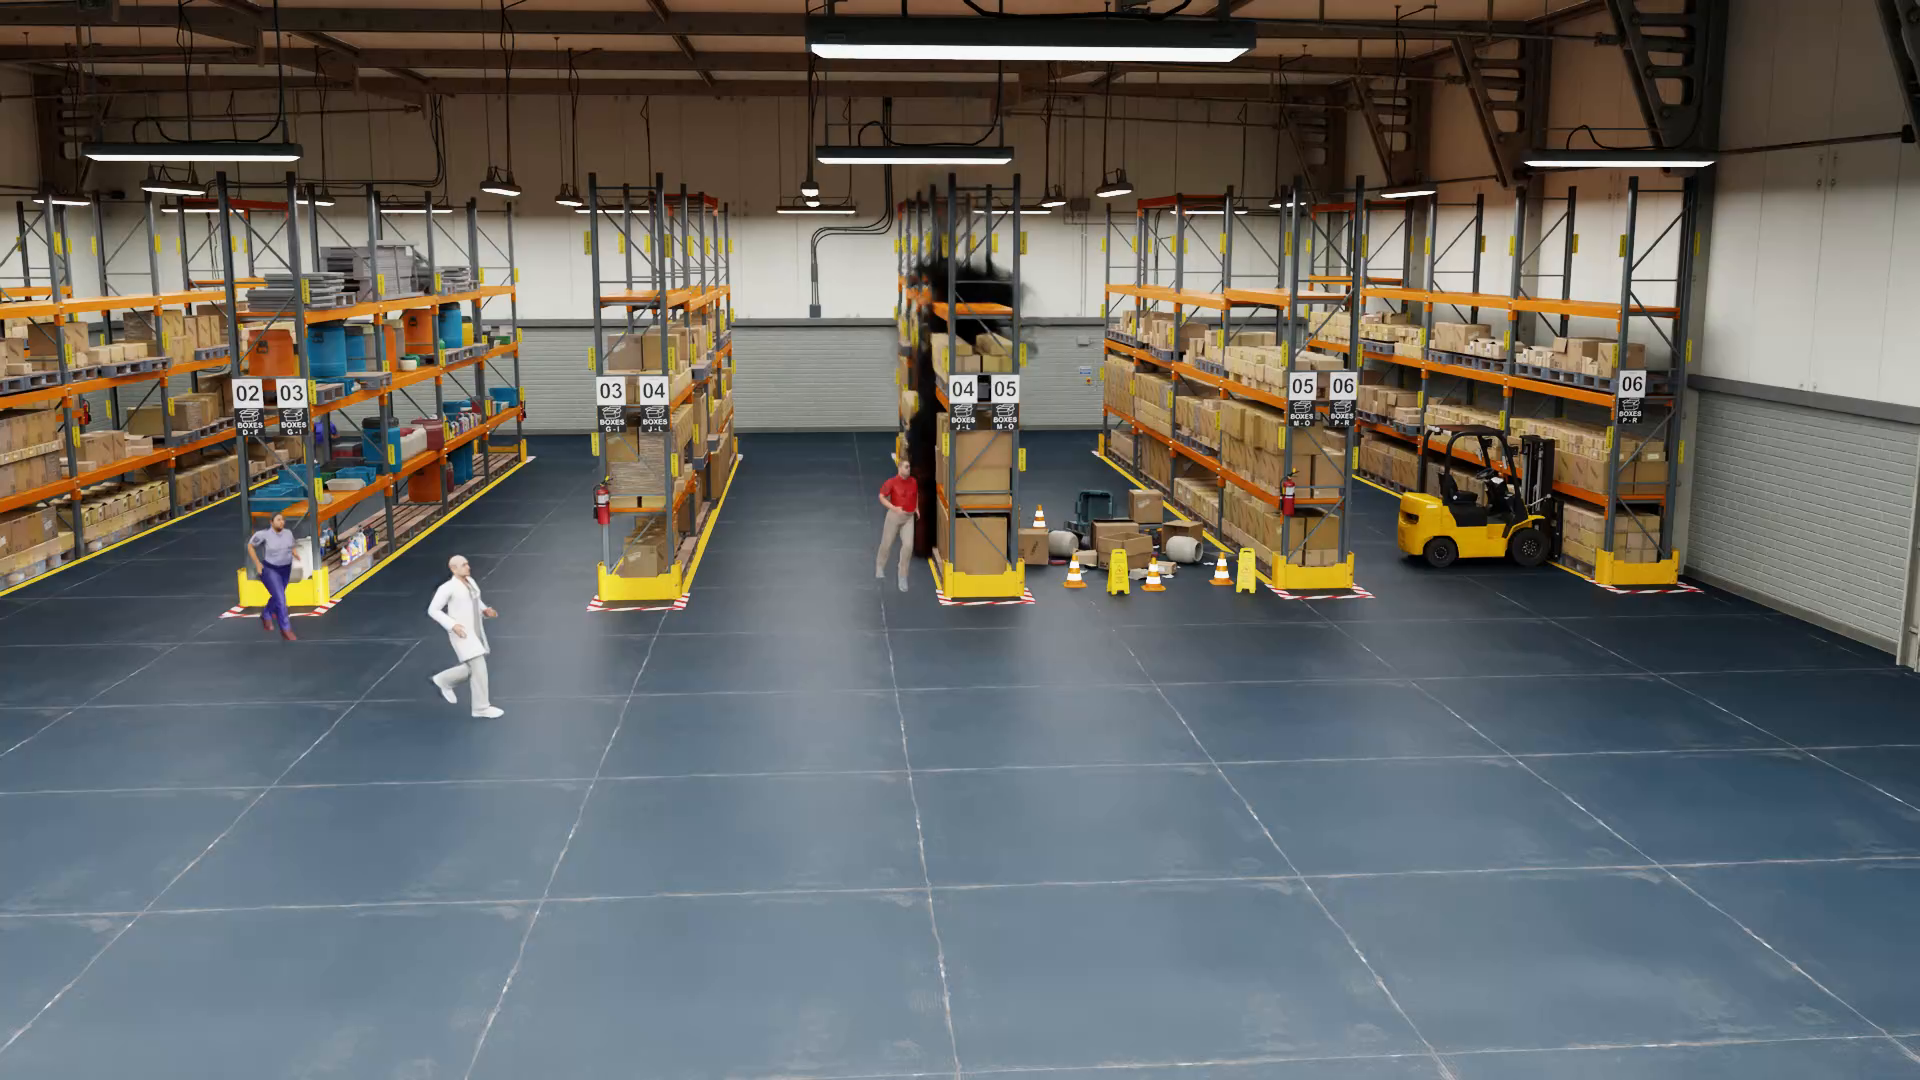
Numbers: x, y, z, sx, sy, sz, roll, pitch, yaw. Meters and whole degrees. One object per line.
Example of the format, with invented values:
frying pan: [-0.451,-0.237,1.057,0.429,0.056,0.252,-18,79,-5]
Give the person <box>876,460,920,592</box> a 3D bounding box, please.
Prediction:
person: [-0.839,-0.225,23.677,0.715,1.841,0.677,-5,11,-28]

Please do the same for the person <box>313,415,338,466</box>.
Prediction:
person: [-13.135,-1.858,34.382,0.575,1.631,0.941,-2,10,-13]

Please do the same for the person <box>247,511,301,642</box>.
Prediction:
person: [-8.855,0.441,21.520,0.892,1.670,0.559,6,12,29]

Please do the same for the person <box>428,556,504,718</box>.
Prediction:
person: [-5.333,1.030,17.847,0.904,1.745,0.719,3,10,17]
